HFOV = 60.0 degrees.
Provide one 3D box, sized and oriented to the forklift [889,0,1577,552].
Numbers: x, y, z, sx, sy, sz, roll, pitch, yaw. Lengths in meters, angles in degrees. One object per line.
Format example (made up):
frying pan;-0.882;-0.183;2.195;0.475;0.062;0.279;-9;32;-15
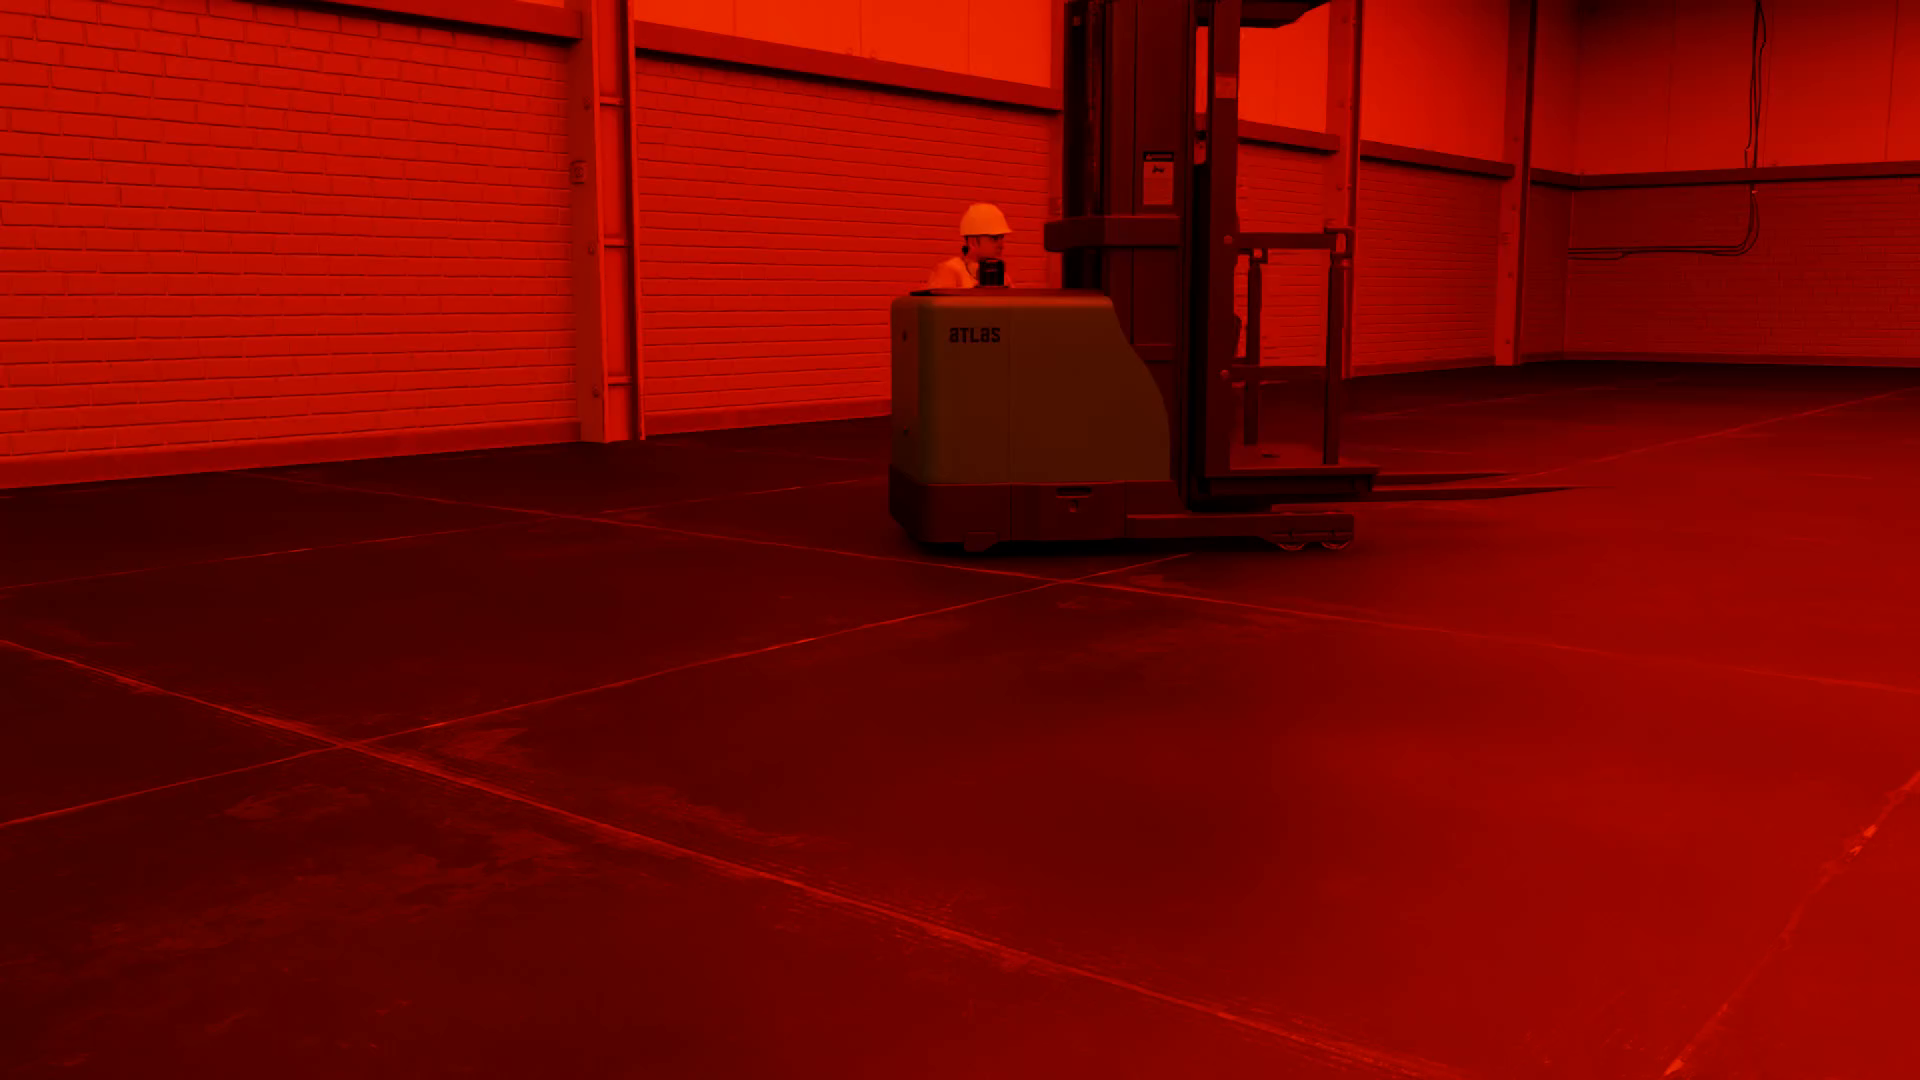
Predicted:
forklift;1.236;-1.478;7.382;3.031;2.935;1.130;-1;8;-10

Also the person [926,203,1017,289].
person;0.228;-0.821;7.966;0.901;1.571;0.785;7;11;38
